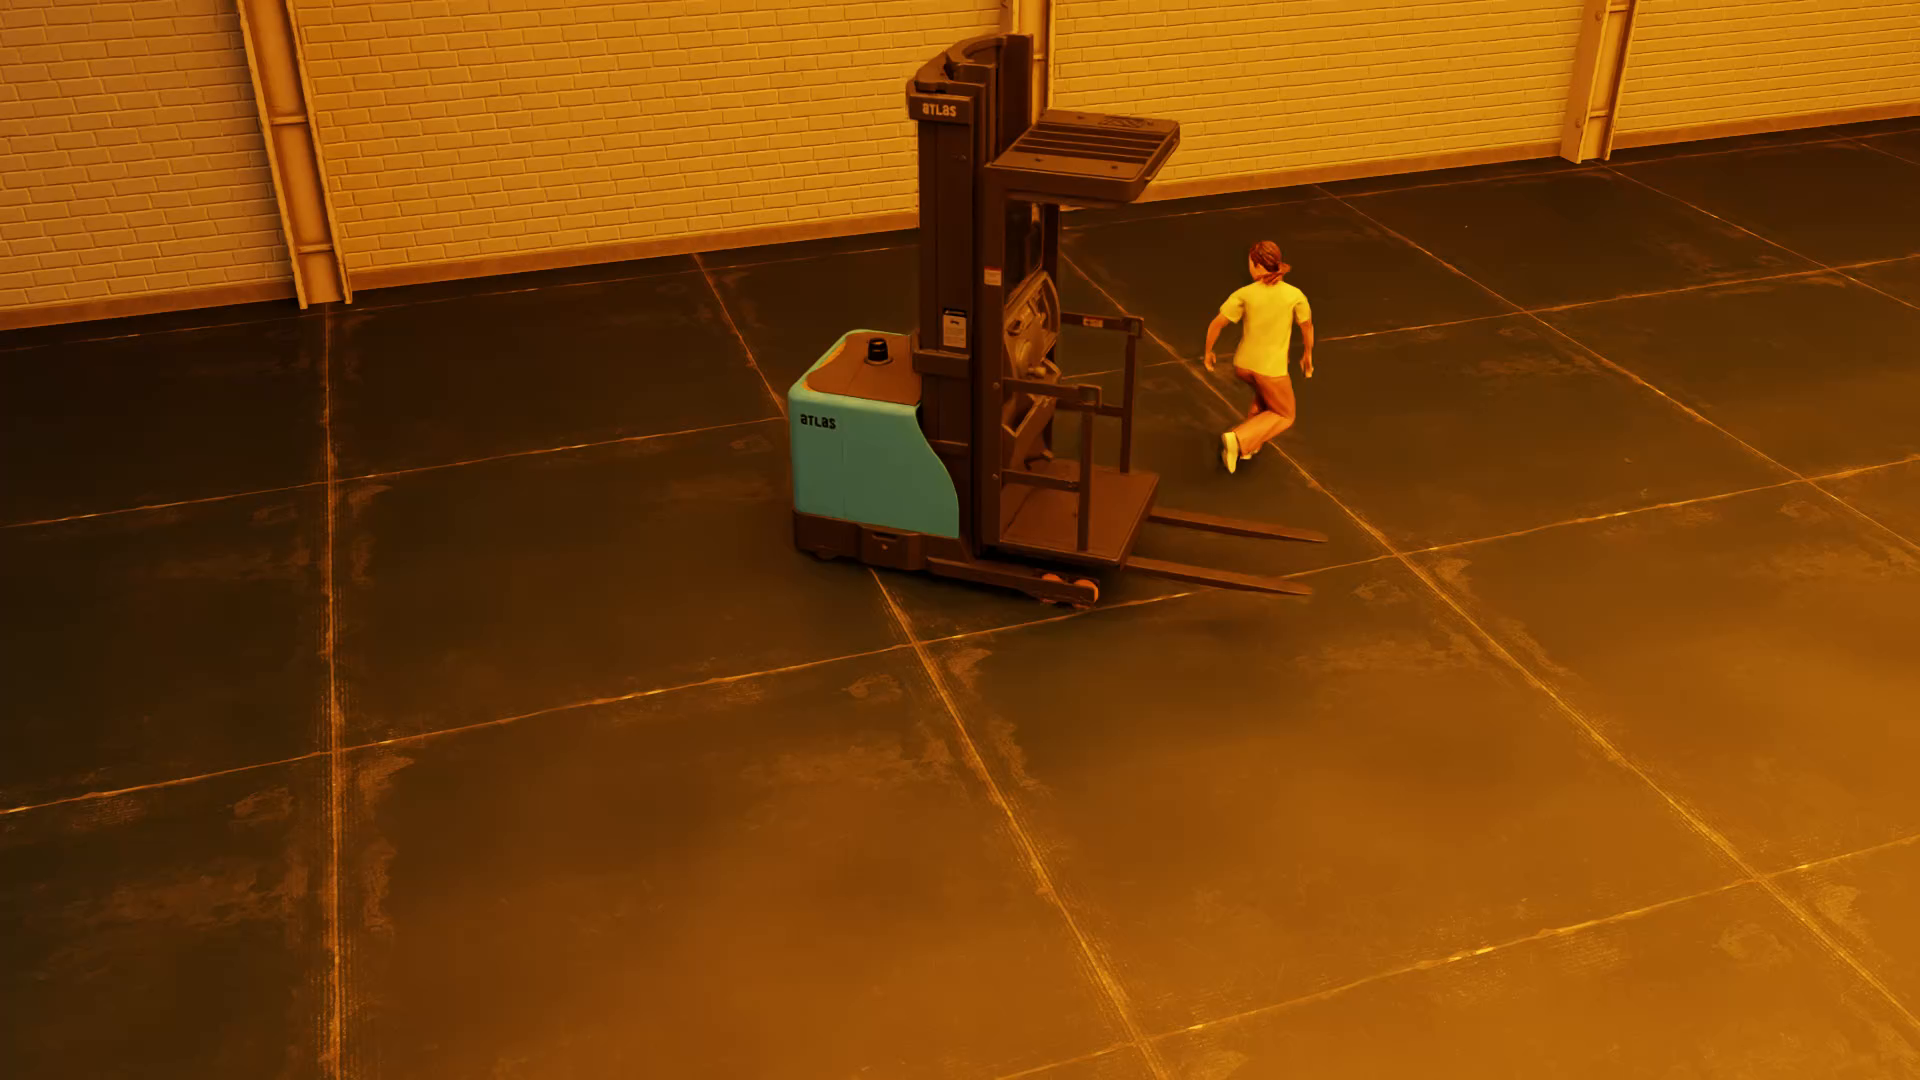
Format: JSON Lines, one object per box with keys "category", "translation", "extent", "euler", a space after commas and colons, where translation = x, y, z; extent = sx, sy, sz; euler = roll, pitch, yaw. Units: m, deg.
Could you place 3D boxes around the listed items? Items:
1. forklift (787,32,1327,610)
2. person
{"category": "forklift", "translation": [0.583, -1.178, 9.134], "extent": [3.031, 2.935, 1.130], "euler": [9, 31, 16]}
{"category": "person", "translation": [1.863, -1.156, 10.605], "extent": [0.609, 1.464, 0.700], "euler": [19, 35, 29]}
